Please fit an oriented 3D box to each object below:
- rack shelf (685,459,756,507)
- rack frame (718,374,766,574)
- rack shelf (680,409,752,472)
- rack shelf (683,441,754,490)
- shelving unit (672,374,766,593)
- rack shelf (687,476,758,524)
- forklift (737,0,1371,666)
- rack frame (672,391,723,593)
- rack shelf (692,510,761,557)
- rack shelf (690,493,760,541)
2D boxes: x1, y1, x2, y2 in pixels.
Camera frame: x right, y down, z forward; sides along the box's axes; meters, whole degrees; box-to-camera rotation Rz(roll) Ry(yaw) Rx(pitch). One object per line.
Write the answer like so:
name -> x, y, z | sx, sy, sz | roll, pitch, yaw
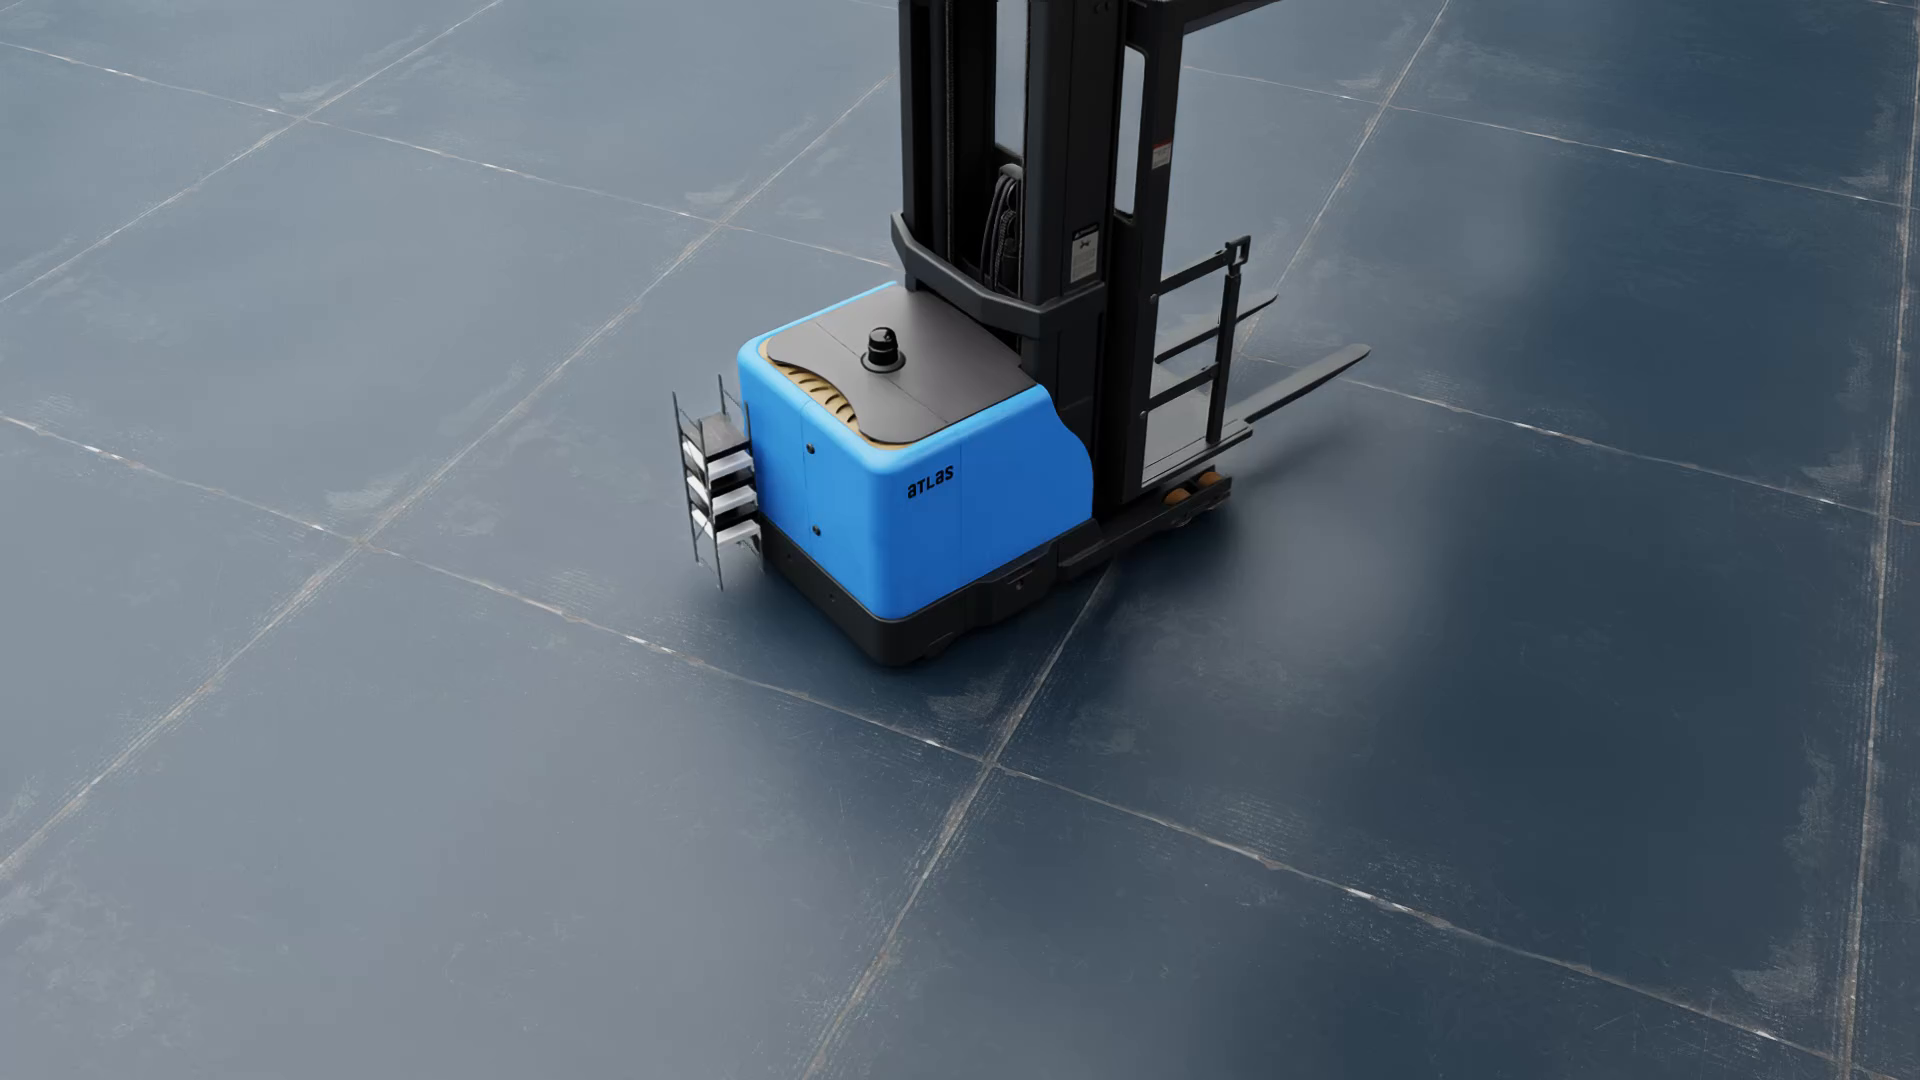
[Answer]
rack shelf -> -0.982, -0.264, 6.782 | 0.200, 0.077, 0.258 | -24, 46, -25
rack frame -> -0.898, -0.259, 6.862 | 0.006, 0.900, 0.240 | -24, 46, -25
rack shelf -> -0.982, -0.401, 6.664 | 0.200, 0.077, 0.258 | -24, 46, -25
rack shelf -> -0.982, -0.332, 6.723 | 0.200, 0.077, 0.258 | -24, 46, -25
shelving unit -> -0.982, -0.222, 6.819 | 0.210, 0.900, 0.258 | -24, 46, -25
rack shelf -> -0.982, -0.196, 6.841 | 0.200, 0.077, 0.258 | -24, 46, -25
forklift -> 0.581, -1.412, 6.641 | 3.031, 2.935, 1.130 | -27, 48, -28
rack frame -> -1.066, -0.184, 6.775 | 0.006, 0.900, 0.240 | -24, 46, -25
rack shelf -> -0.982, -0.060, 6.958 | 0.200, 0.077, 0.258 | -24, 46, -25
rack shelf -> -0.982, -0.128, 6.899 | 0.200, 0.077, 0.258 | -24, 46, -25
